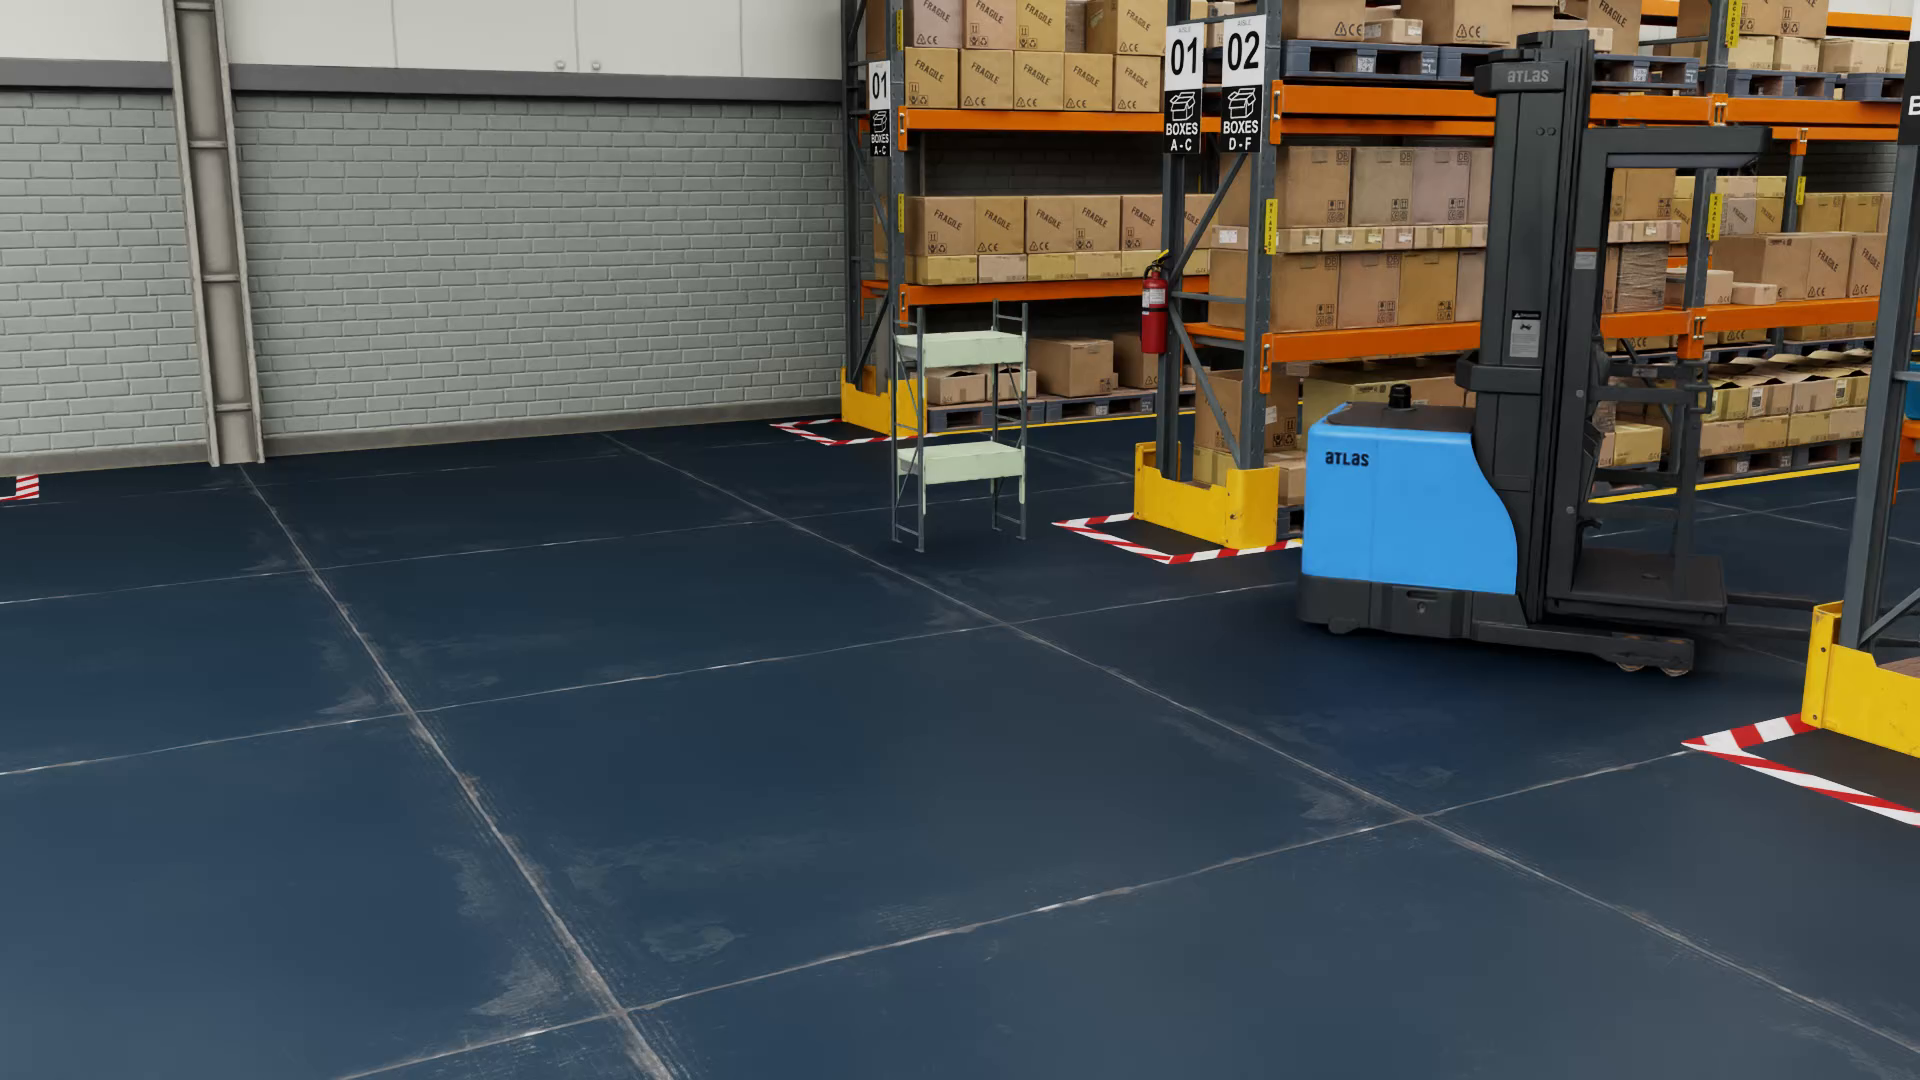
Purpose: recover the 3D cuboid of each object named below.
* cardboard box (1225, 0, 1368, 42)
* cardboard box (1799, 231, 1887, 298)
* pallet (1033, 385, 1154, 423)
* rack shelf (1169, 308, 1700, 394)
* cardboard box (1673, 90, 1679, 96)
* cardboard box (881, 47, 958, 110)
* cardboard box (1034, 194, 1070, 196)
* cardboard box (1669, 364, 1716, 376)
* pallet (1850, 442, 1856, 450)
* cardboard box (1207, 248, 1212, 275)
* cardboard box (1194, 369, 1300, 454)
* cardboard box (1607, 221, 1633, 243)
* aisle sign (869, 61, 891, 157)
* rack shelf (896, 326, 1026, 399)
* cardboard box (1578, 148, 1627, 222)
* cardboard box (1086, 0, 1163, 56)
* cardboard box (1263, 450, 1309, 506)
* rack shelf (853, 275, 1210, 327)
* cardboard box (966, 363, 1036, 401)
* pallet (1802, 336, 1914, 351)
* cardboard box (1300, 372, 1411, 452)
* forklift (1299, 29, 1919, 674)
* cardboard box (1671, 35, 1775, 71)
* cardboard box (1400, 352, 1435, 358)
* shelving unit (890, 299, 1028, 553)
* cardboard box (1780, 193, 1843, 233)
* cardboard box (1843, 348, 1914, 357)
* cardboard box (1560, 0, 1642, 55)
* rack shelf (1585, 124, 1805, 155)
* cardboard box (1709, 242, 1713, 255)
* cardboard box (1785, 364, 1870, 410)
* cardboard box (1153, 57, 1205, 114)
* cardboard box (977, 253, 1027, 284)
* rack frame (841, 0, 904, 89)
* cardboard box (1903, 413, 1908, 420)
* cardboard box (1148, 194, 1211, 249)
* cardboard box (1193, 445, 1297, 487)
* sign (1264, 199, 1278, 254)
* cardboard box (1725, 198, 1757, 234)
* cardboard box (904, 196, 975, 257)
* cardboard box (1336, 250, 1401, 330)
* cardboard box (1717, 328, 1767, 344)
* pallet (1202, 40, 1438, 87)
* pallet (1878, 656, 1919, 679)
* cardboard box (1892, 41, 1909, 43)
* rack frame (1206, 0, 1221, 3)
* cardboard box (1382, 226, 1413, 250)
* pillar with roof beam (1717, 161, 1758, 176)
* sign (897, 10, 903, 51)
[{"bbox_3d":[2.116,-3.378,10.446,0.637,0.503,0.797,-6,14,-24],"label":"cardboard box"},{"bbox_3d":[7.166,-2.242,13.514,0.500,0.500,0.500,-8,15,-31],"label":"cardboard box"},{"bbox_3d":[1.099,-1.340,16.081,1.213,0.211,1.003,-7,14,-28],"label":"pallet"},{"bbox_3d":[3.365,-1.391,11.597,4.000,0.370,1.077,-7,14,-28],"label":"rack shelf"},{"bbox_3d":[8.012,-5.292,19.232,0.500,0.500,0.700,-7,14,-28],"label":"cardboard box"},{"bbox_3d":[-0.354,-3.995,14.423,0.500,0.500,0.500,-6,14,-26],"label":"cardboard box"},{"bbox_3d":[0.885,-3.038,15.865,0.500,0.500,0.500,-7,14,-27],"label":"cardboard box"},{"bbox_3d":[5.792,-1.243,13.331,0.500,0.311,0.500,-6,14,-26],"label":"cardboard box"},{"bbox_3d":[7.890,-0.934,14.278,1.213,0.211,1.003,-7,14,-28],"label":"pallet"},{"bbox_3d":[2.473,-2.735,16.227,0.500,0.250,0.500,-7,14,-28],"label":"cardboard box"},{"bbox_3d":[1.938,-0.875,11.262,0.500,0.500,0.500,-7,14,-28],"label":"cardboard box"},{"bbox_3d":[4.538,-2.194,11.822,0.250,0.149,0.380,-7,15,-30],"label":"cardboard box"},{"bbox_3d":[-0.687,-3.689,14.247,0.004,0.787,0.394,-7,14,-28],"label":"aisle sign"},{"bbox_3d":[-0.006,-1.112,10.356,0.720,0.370,0.431,-7,14,-28],"label":"rack shelf"},{"bbox_3d":[4.291,-2.533,11.849,0.500,0.500,0.700,-7,14,-28],"label":"cardboard box"},{"bbox_3d":[1.504,-4.695,15.256,0.500,0.500,0.500,-7,15,-30],"label":"cardboard box"},{"bbox_3d":[2.187,-0.409,10.899,0.500,0.250,0.500,-7,14,-28],"label":"cardboard box"},{"bbox_3d":[0.988,-2.345,15.837,4.000,0.370,1.077,-7,14,-28],"label":"rack shelf"},{"bbox_3d":[0.384,-1.504,15.583,0.500,0.311,0.500,-6,14,-23],"label":"cardboard box"},{"bbox_3d":[11.543,-2.582,21.602,1.213,0.211,1.003,-7,14,-28],"label":"pallet"},{"bbox_3d":[2.625,-0.827,11.052,0.500,0.500,0.500,-7,14,-28],"label":"cardboard box"},{"bbox_3d":[3.302,-0.934,8.082,3.031,2.935,1.130,4,13,19],"label":"forklift"},{"bbox_3d":[5.666,-3.611,12.374,0.500,0.250,0.500,-5,14,-22],"label":"cardboard box"},{"bbox_3d":[4.717,-2.147,18.010,0.500,0.500,0.700,-7,14,-28],"label":"cardboard box"},{"bbox_3d":[-0.006,-0.731,10.441,0.755,1.500,0.431,-7,14,-28],"label":"shelving unit"},{"bbox_3d":[10.249,-3.949,20.640,0.700,0.700,0.980,-7,14,-27],"label":"cardboard box"},{"bbox_3d":[8.031,-1.512,14.524,0.500,0.311,0.500,-6,14,-26],"label":"cardboard box"},{"bbox_3d":[4.552,-3.736,12.042,0.500,0.500,0.500,-6,14,-23],"label":"cardboard box"},{"bbox_3d":[8.010,-4.650,19.248,4.000,0.370,1.077,-7,14,-28],"label":"rack shelf"},{"bbox_3d":[8.695,-3.444,19.606,0.250,0.149,0.380,-7,14,-28],"label":"cardboard box"},{"bbox_3d":[6.951,-1.247,13.347,0.500,0.311,0.500,-6,14,-26],"label":"cardboard box"},{"bbox_3d":[1.969,-4.277,15.677,0.500,0.500,0.500,-8,15,-33],"label":"cardboard box"},{"bbox_3d":[0.262,-2.470,15.049,0.500,0.250,0.500,-7,15,-30],"label":"cardboard box"},{"bbox_3d":[-0.767,-5.413,14.165,0.127,3.000,1.000,-7,14,-28],"label":"rack frame"},{"bbox_3d":[7.393,-1.027,13.647,0.500,0.250,0.500,-6,14,-27],"label":"cardboard box"},{"bbox_3d":[2.042,-3.046,15.901,0.500,0.500,0.500,-7,14,-28],"label":"cardboard box"},{"bbox_3d":[1.939,-0.508,11.343,0.500,0.250,0.500,-7,14,-28],"label":"cardboard box"},{"bbox_3d":[1.870,-1.885,10.001,0.005,0.325,0.100,-7,14,-28],"label":"sign"},{"bbox_3d":[9.038,-3.799,19.708,0.500,0.500,0.500,-7,14,-27],"label":"cardboard box"},{"bbox_3d":[-0.204,-2.781,14.721,0.500,0.500,0.500,-7,14,-28],"label":"cardboard box"},{"bbox_3d":[2.484,-1.683,11.029,0.500,0.500,0.700,-6,14,-26],"label":"cardboard box"},{"bbox_3d":[9.257,-2.811,20.208,0.750,0.750,0.750,-7,14,-27],"label":"cardboard box"},{"bbox_3d":[2.243,-3.021,10.572,1.213,0.211,1.003,-7,14,-28],"label":"pallet"},{"bbox_3d":[4.739,0.682,7.097,1.213,0.211,1.003,-7,14,-28],"label":"pallet"},{"bbox_3d":[11.405,-5.887,20.555,0.500,0.500,0.500,-7,14,-28],"label":"cardboard box"},{"bbox_3d":[2.744,-5.834,16.035,0.127,3.000,1.000,-7,14,-28],"label":"rack frame"},{"bbox_3d":[2.730,-1.977,10.857,0.250,0.149,0.380,-7,14,-29],"label":"cardboard box"},{"bbox_3d":[12.028,-6.086,17.156,0.400,9.000,9.100,-7,14,-28],"label":"pillar with roof beam"},{"bbox_3d":[-0.507,-4.271,13.934,0.005,0.325,0.100,-7,14,-28],"label":"sign"}]
